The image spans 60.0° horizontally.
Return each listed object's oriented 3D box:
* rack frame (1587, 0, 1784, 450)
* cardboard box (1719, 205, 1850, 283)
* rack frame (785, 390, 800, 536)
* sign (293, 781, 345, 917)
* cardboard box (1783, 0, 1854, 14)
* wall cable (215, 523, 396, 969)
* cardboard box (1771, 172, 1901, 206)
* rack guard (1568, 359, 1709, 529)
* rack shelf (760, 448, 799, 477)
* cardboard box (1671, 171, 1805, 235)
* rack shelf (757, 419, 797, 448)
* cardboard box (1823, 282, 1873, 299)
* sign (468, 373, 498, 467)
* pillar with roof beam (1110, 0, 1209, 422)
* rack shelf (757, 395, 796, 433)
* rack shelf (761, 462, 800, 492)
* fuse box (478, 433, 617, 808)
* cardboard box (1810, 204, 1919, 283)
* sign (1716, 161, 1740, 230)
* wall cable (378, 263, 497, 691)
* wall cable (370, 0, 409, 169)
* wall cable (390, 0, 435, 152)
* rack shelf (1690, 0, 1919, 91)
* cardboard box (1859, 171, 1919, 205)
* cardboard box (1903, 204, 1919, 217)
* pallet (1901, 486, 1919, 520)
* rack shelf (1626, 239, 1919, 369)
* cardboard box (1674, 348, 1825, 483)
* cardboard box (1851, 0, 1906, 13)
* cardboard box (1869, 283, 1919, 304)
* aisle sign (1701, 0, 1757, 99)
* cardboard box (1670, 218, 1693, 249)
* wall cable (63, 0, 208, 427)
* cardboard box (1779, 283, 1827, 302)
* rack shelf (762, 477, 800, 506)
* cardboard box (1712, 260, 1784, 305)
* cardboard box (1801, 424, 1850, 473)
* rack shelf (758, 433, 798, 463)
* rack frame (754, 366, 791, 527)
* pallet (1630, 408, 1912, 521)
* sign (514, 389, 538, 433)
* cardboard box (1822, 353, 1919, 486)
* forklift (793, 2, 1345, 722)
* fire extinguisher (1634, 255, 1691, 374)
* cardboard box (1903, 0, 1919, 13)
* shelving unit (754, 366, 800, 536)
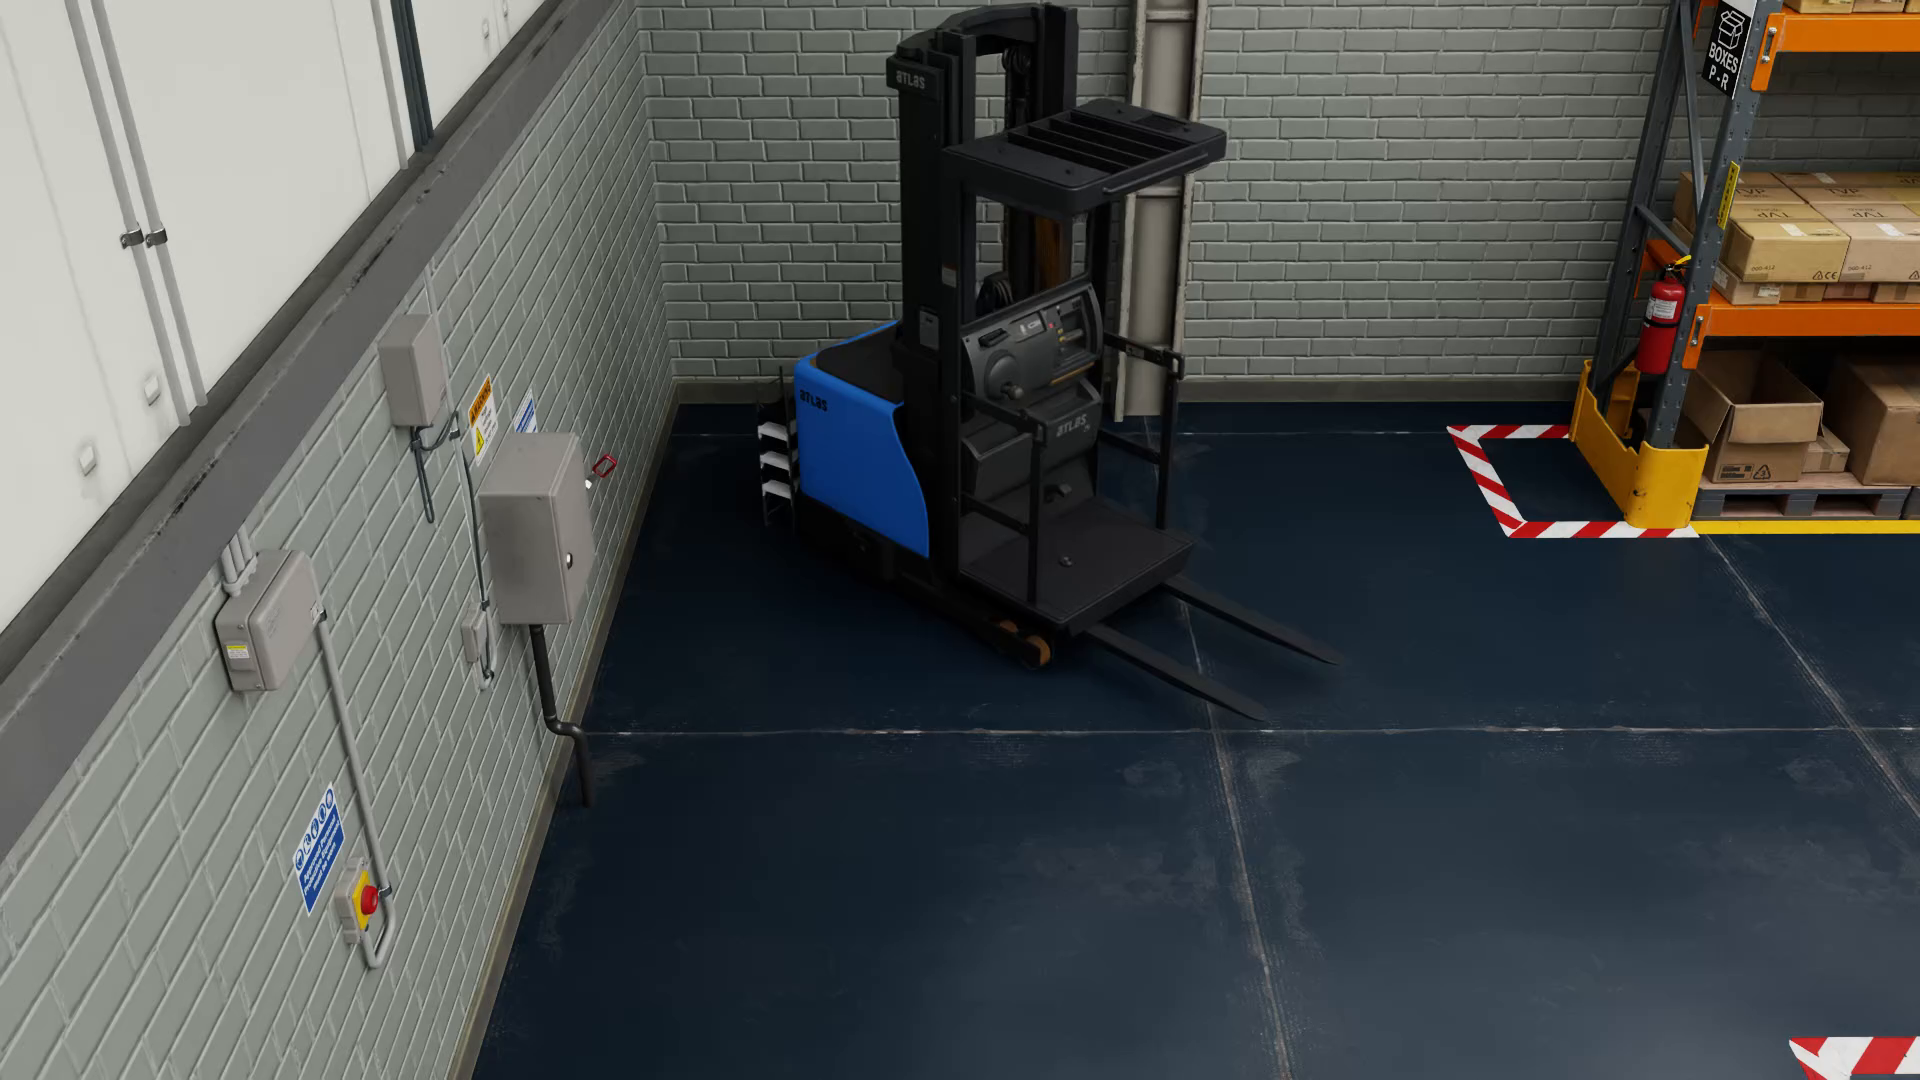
[{"bbox_3d":[3.868,-1.649,9.075,0.127,3.000,1.000,0,31,0],"label":"rack frame"},{"bbox_3d":[4.323,-1.573,8.809,0.500,0.250,0.500,0,31,0],"label":"cardboard box"},{"bbox_3d":[-0.864,-0.458,9.137,0.006,0.900,0.240,18,36,27],"label":"rack frame"},{"bbox_3d":[-1.798,0.866,4.671,0.001,0.218,0.327,0,31,0],"label":"sign"},{"bbox_3d":[4.188,-2.704,8.165,0.250,0.149,0.380,0,31,1],"label":"cardboard box"},{"bbox_3d":[-1.737,0.508,4.511,0.123,1.953,0.585,0,31,0],"label":"wall cable"},{"bbox_3d":[4.842,-1.852,9.268,0.500,0.250,0.500,0,31,0],"label":"cardboard box"},{"bbox_3d":[3.944,-0.580,9.724,0.348,0.500,1.175,0,31,0],"label":"rack guard"},{"bbox_3d":[-0.950,-0.458,9.201,0.200,0.077,0.258,18,36,27],"label":"rack shelf"},{"bbox_3d":[4.326,-1.851,9.266,0.500,0.250,0.500,1,31,1],"label":"cardboard box"},{"bbox_3d":[-0.950,-0.611,9.107,0.200,0.077,0.258,18,36,27],"label":"rack shelf"},{"bbox_3d":[4.715,-1.444,8.980,0.250,0.149,0.380,-1,31,-1],"label":"cardboard box"},{"bbox_3d":[-1.811,-0.458,6.317,0.001,0.242,0.339,0,31,0],"label":"sign"},{"bbox_3d":[1.192,-2.439,4.595,0.400,9.000,9.100,0,31,0],"label":"pillar with roof beam"},{"bbox_3d":[-0.950,-0.688,9.060,0.200,0.077,0.258,18,36,27],"label":"rack shelf"},{"bbox_3d":[-0.950,-0.381,9.247,0.200,0.077,0.258,18,36,27],"label":"rack shelf"},{"bbox_3d":[-1.604,0.417,6.914,0.414,1.711,0.539,0,31,0],"label":"fuse box"},{"bbox_3d":[4.827,-1.575,8.812,0.500,0.250,0.500,0,31,0],"label":"cardboard box"},{"bbox_3d":[3.871,-1.737,8.387,0.005,0.325,0.100,0,31,0],"label":"sign"},{"bbox_3d":[-1.757,-0.214,5.732,0.122,1.984,0.588,0,31,0],"label":"wall cable"},{"bbox_3d":[-1.787,-1.865,3.648,0.029,3.000,2.355,0,31,0],"label":"wall cable"},{"bbox_3d":[-1.766,-3.326,6.021,0.133,3.039,2.988,0,31,0],"label":"wall cable"},{"bbox_3d":[5.868,-2.630,8.494,4.000,0.370,1.077,0,31,0],"label":"rack shelf"},{"bbox_3d":[5.337,-1.851,9.267,0.500,0.250,0.500,1,31,1],"label":"cardboard box"},{"bbox_3d":[5.334,-1.578,8.817,0.500,0.250,0.500,-1,31,-1],"label":"cardboard box"},{"bbox_3d":[5.958,-0.462,9.808,1.213,0.211,1.003,0,31,0],"label":"pallet"},{"bbox_3d":[5.868,-1.347,9.272,4.000,0.370,1.077,0,31,0],"label":"rack shelf"},{"bbox_3d":[4.480,-0.714,9.536,0.637,0.503,0.797,-1,31,-2],"label":"cardboard box"},{"bbox_3d":[4.450,-2.718,8.189,0.250,0.149,0.380,0,31,1],"label":"cardboard box"},{"bbox_3d":[4.968,-1.413,8.929,0.250,0.149,0.380,1,31,1],"label":"cardboard box"},{"bbox_3d":[3.801,-2.607,8.150,0.004,0.787,0.394,0,31,0],"label":"aisle sign"},{"bbox_3d":[4.198,-1.681,9.372,0.250,0.149,0.380,-1,31,-1],"label":"cardboard box"},{"bbox_3d":[-1.785,-1.475,3.005,0.029,3.000,0.463,0,31,0],"label":"wall cable"},{"bbox_3d":[4.452,-1.425,8.949,0.250,0.149,0.380,1,31,1],"label":"cardboard box"},{"bbox_3d":[-0.950,-0.304,9.294,0.200,0.077,0.258,18,36,27],"label":"rack shelf"},{"bbox_3d":[4.198,-1.400,8.908,0.250,0.149,0.380,0,31,-1],"label":"cardboard box"},{"bbox_3d":[4.905,-0.543,9.597,0.250,0.149,0.380,-1,31,-2],"label":"cardboard box"},{"bbox_3d":[-0.950,-0.534,9.154,0.200,0.077,0.258,18,36,27],"label":"rack shelf"},{"bbox_3d":[-1.036,-0.514,9.229,0.006,0.900,0.240,18,36,27],"label":"rack frame"},{"bbox_3d":[4.741,-0.459,9.804,1.213,0.211,1.003,0,31,0],"label":"pallet"},{"bbox_3d":[-1.814,-0.349,7.025,0.001,0.494,0.329,0,31,0],"label":"sign"},{"bbox_3d":[5.335,-0.695,9.508,0.500,0.500,0.700,1,31,2],"label":"cardboard box"},{"bbox_3d":[0.513,-0.920,7.941,3.031,2.935,1.130,27,40,37],"label":"forklift"},{"bbox_3d":[3.723,-1.216,8.796,0.183,0.674,0.296,0,31,0],"label":"fire extinguisher"},{"bbox_3d":[4.707,-2.710,8.176,0.250,0.149,0.380,0,31,0],"label":"cardboard box"},{"bbox_3d":[-0.950,-0.486,9.183,0.210,0.900,0.258,18,36,27],"label":"shelving unit"}]
